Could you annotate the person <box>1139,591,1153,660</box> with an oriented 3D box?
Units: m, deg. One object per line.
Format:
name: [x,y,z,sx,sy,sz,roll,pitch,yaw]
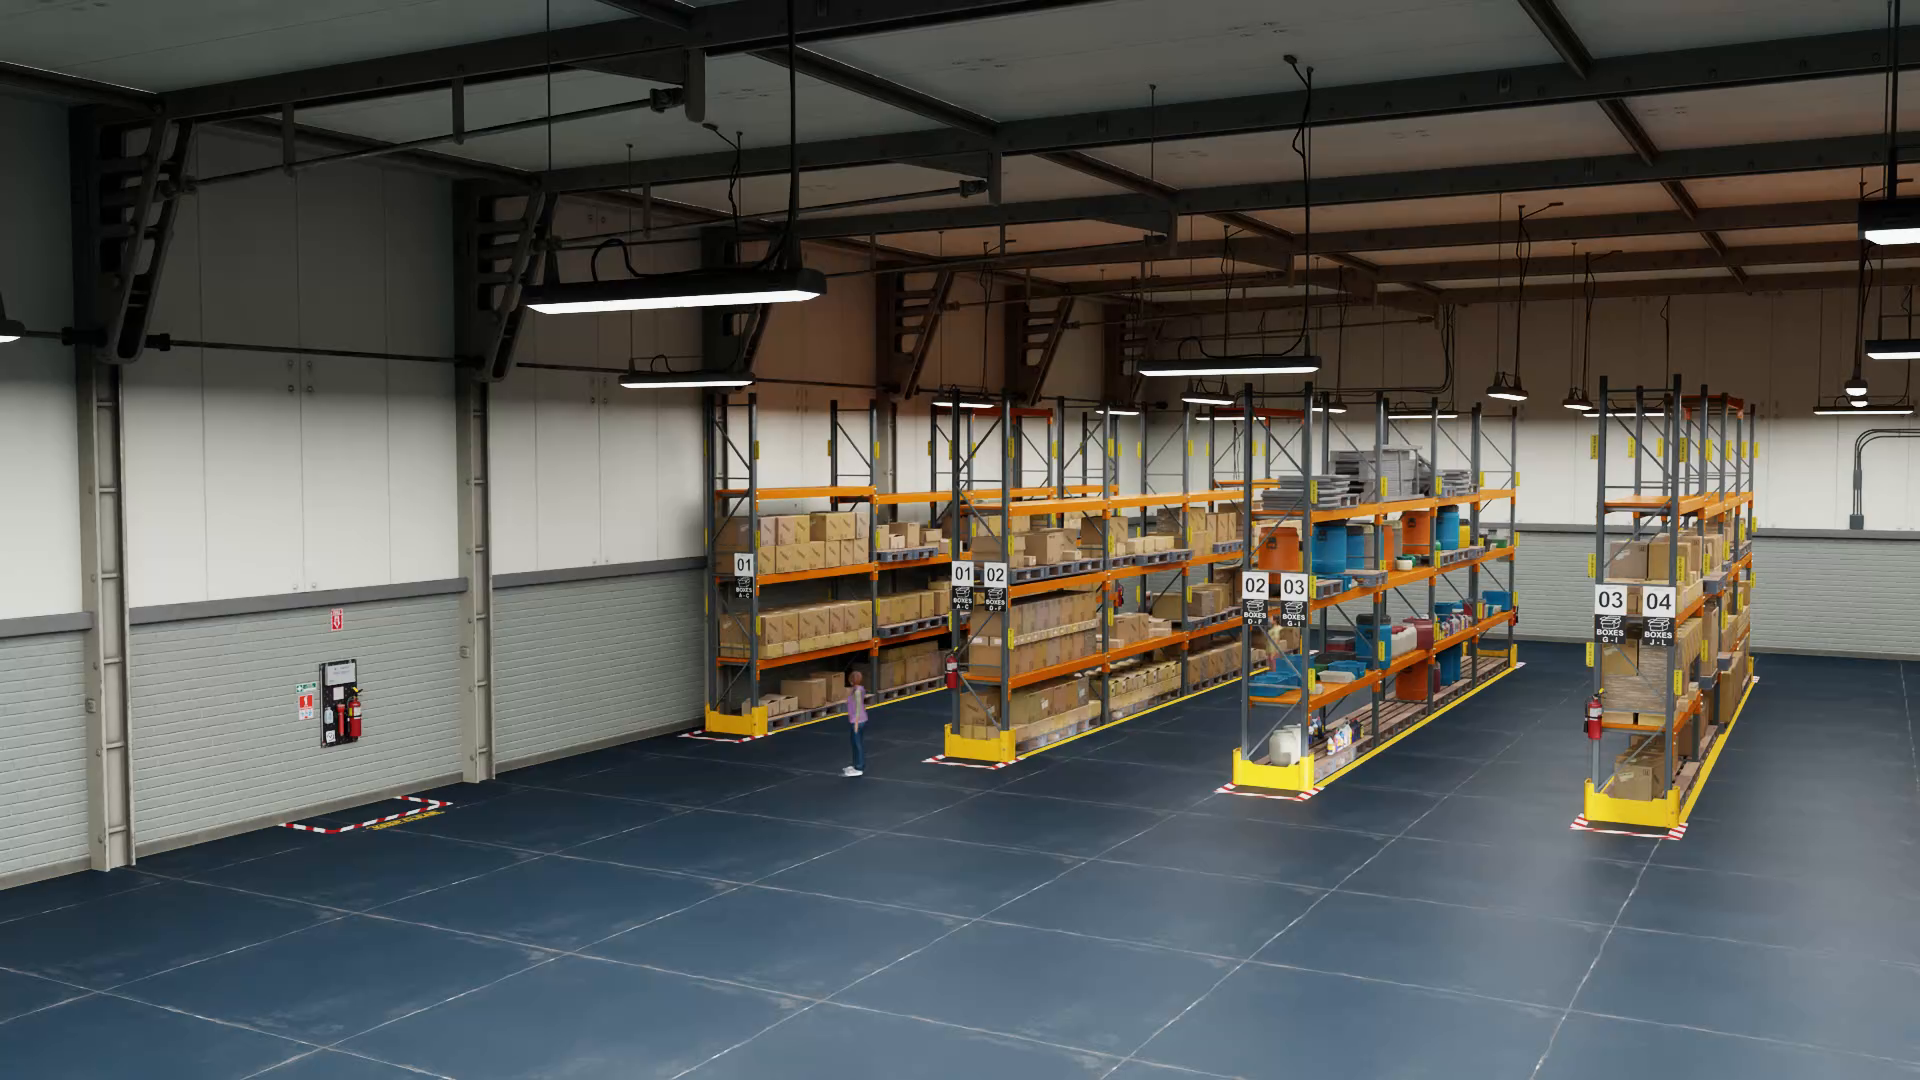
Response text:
person: [4.207,2.151,37.978,0.428,1.595,0.602,2,4,32]

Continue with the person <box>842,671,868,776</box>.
person: [-1.621,2.830,25.601,0.391,1.561,0.456,0,3,-6]

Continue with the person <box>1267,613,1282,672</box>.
person: [6.440,2.343,34.002,0.345,1.705,0.476,-1,3,-11]
